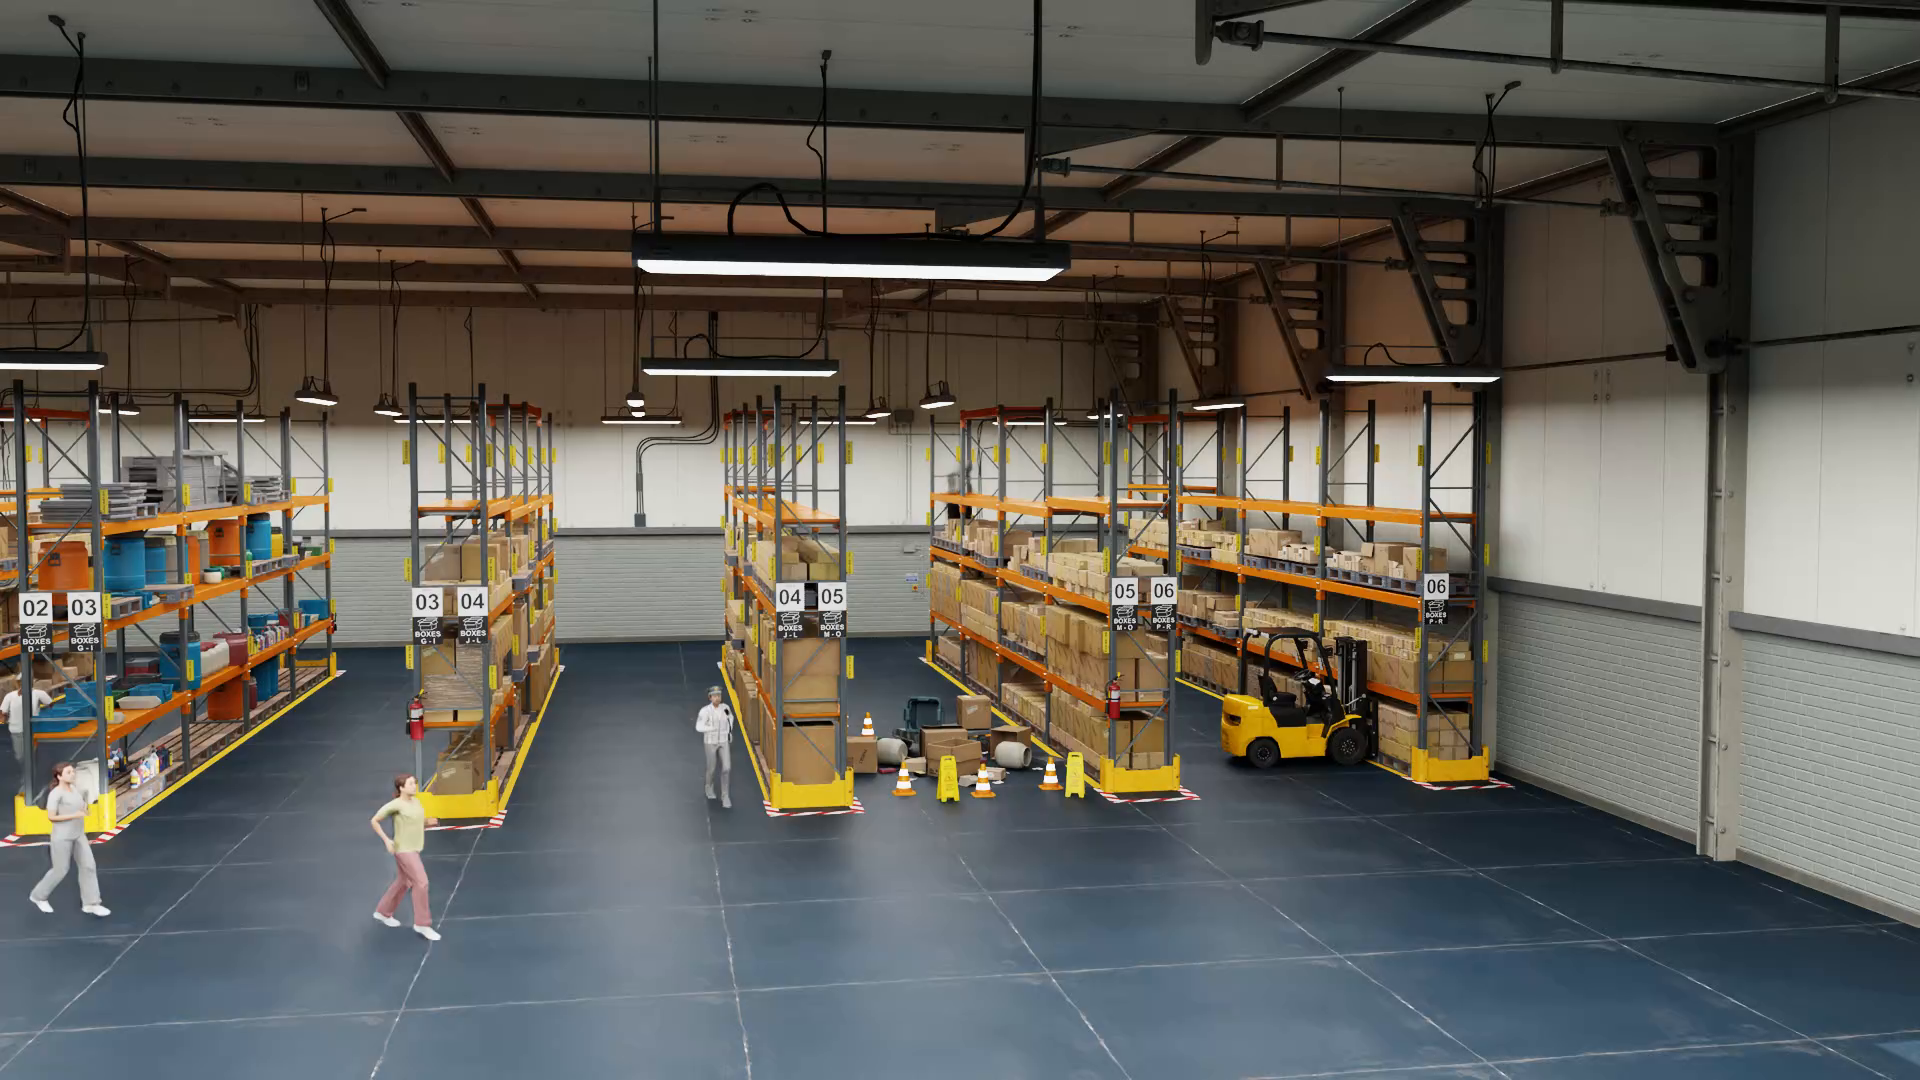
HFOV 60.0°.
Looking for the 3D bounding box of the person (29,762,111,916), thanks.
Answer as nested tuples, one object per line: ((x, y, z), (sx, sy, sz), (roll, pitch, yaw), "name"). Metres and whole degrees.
((-9.634, 3.221, 17.961), (0.908, 1.664, 0.570), (1, 3, 10), "person")

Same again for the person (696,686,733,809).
((-3.500, 2.950, 23.848), (0.598, 1.753, 0.777), (-1, 3, -22), "person")

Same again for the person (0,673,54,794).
((-13.960, 2.852, 24.840), (0.700, 1.762, 0.956), (-1, 3, -16), "person")

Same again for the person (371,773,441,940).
((-5.769, 3.274, 17.325), (0.830, 1.715, 0.552), (1, 3, 11), "person")
